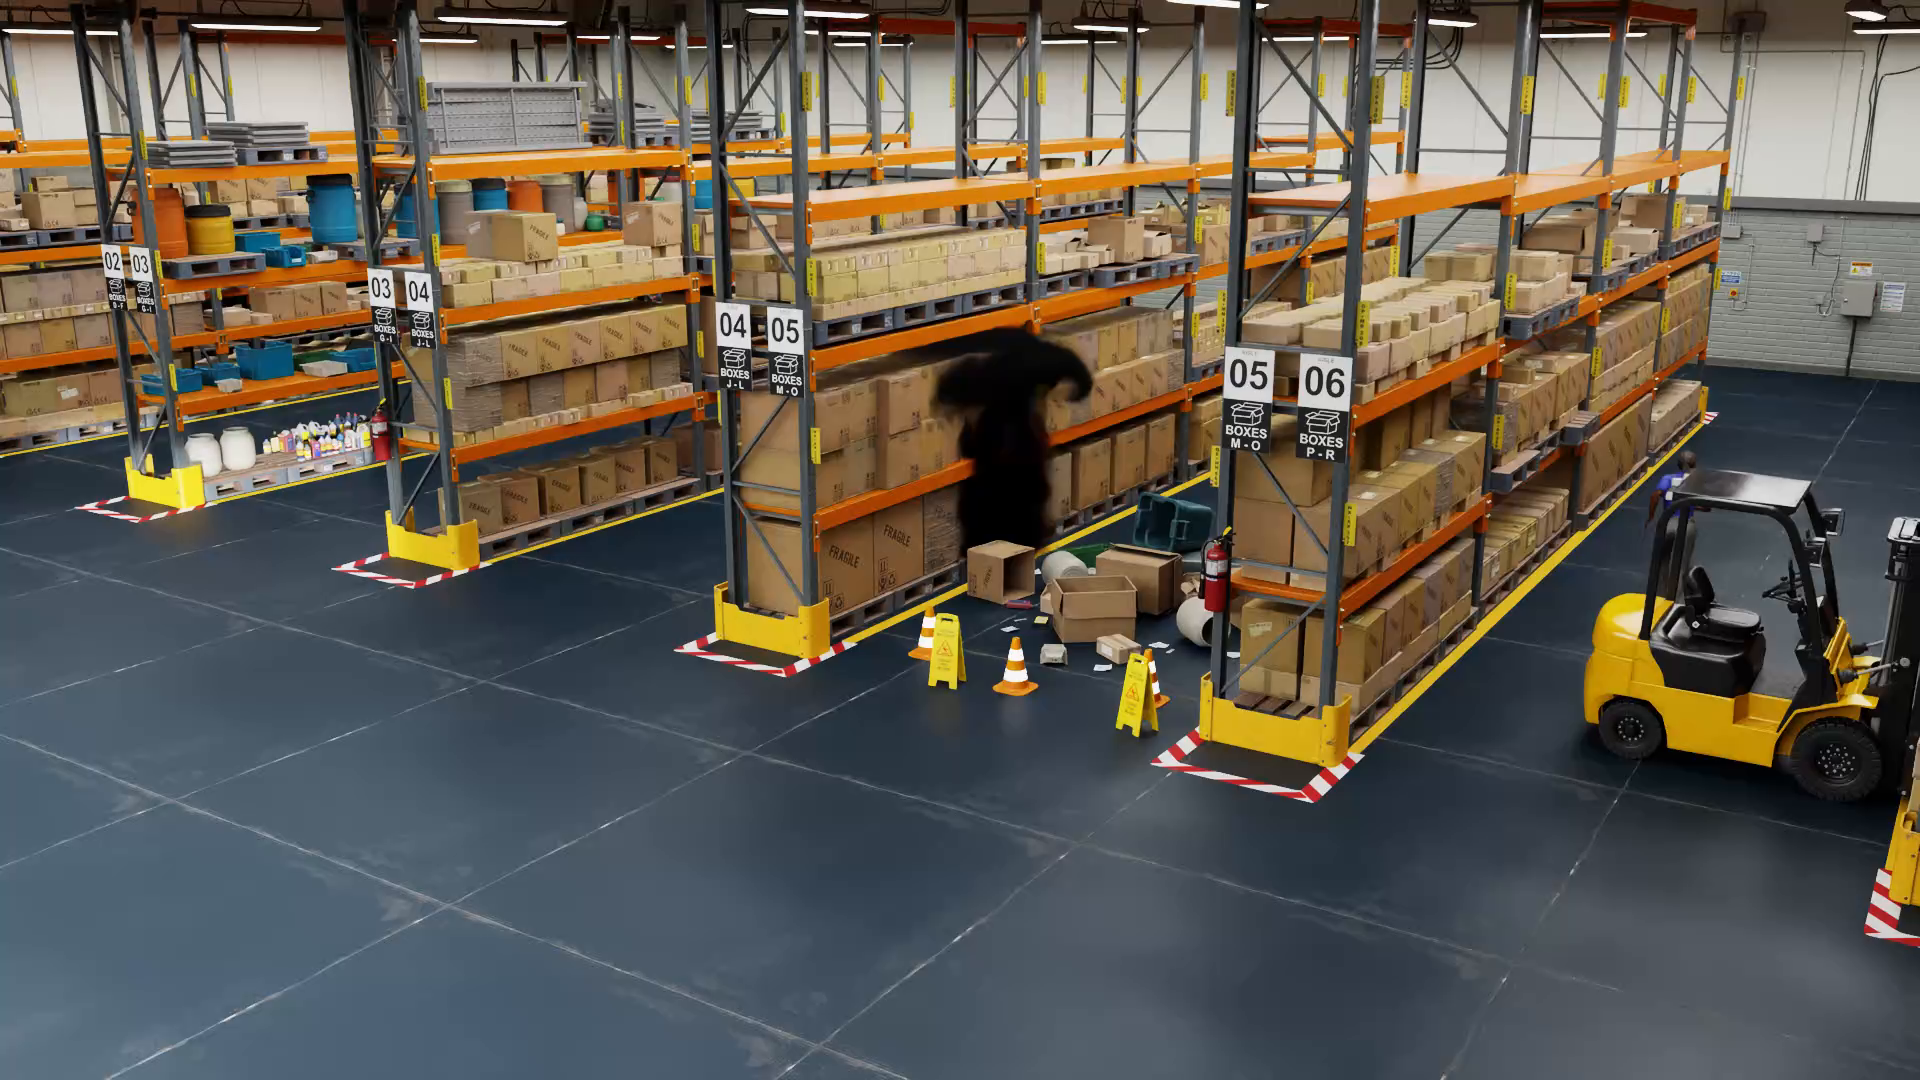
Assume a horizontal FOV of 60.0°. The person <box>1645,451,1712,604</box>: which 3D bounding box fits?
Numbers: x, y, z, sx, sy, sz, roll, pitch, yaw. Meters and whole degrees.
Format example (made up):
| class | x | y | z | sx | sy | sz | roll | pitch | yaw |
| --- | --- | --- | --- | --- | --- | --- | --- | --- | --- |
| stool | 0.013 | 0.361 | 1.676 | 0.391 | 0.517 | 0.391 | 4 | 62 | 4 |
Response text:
| class | x | y | z | sx | sy | sz | roll | pitch | yaw |
| --- | --- | --- | --- | --- | --- | --- | --- | --- | --- |
| person | 7.038 | -0.044 | 16.347 | 0.582 | 1.646 | 0.966 | 7 | 17 | 24 |
